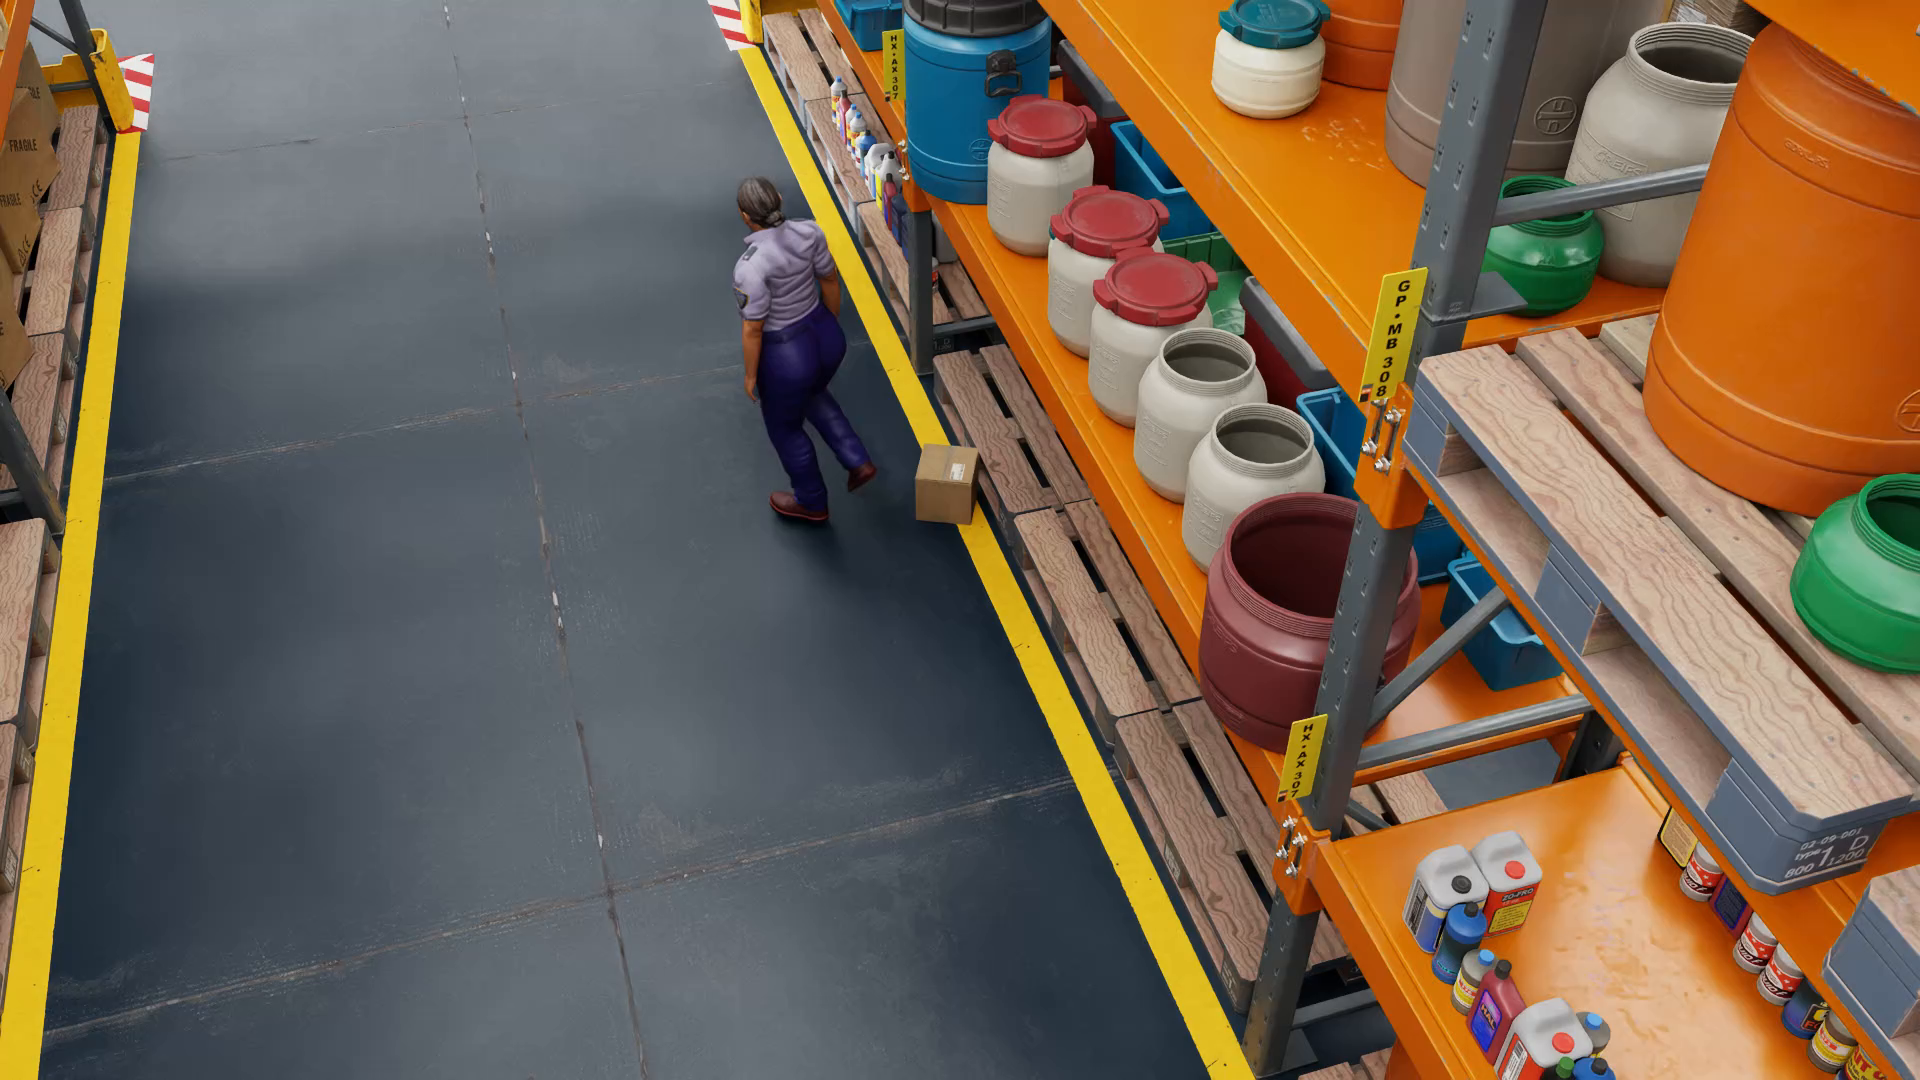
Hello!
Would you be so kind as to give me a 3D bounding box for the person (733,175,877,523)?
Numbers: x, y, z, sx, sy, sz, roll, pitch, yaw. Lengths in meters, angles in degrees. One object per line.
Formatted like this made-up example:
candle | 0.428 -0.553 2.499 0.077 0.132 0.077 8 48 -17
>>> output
person | -0.652 -0.770 6.982 0.518 1.633 0.512 26 48 26
